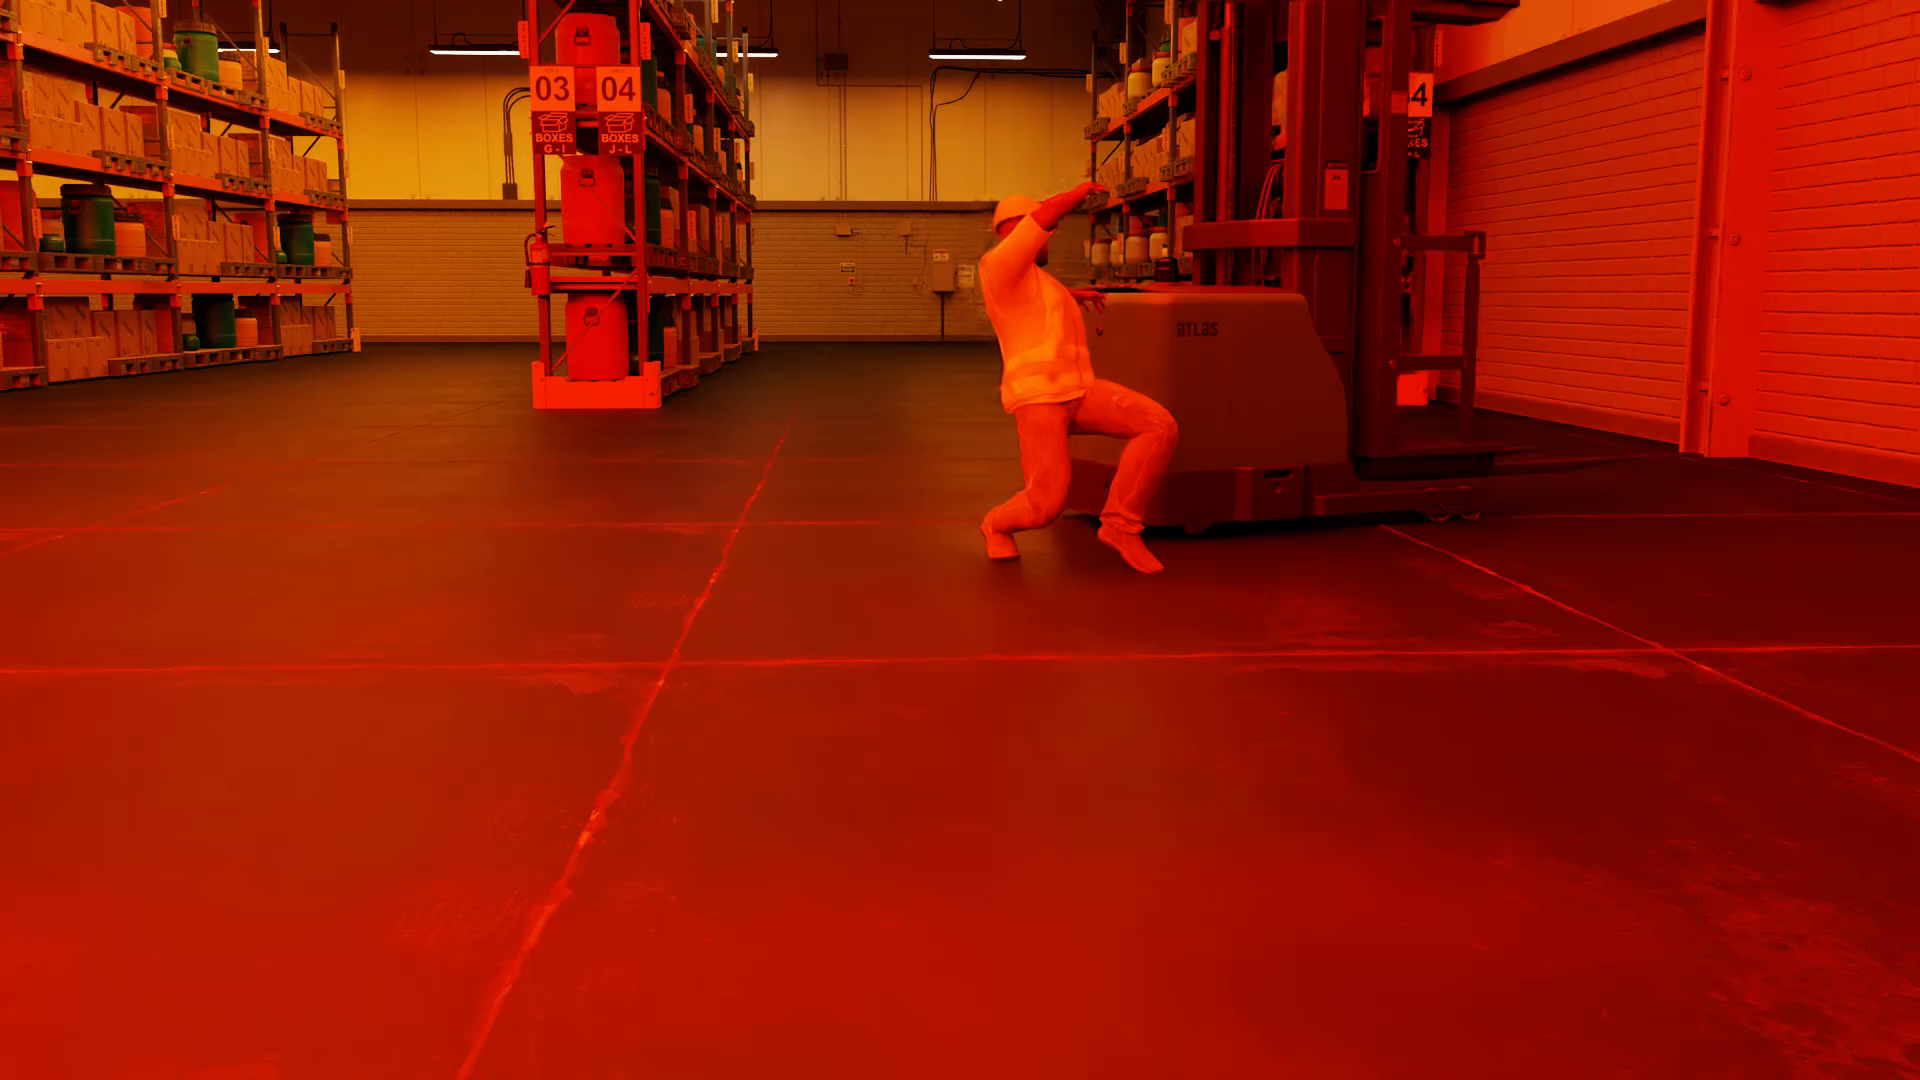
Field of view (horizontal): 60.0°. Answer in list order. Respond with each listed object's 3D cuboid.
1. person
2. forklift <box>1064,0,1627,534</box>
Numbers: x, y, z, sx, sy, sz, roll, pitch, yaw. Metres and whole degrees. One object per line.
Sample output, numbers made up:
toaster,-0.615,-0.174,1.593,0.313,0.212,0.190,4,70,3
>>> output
person,0.588,-0.664,6.747,0.898,1.531,1.103,6,11,37
forklift,1.956,-1.598,8.092,3.031,2.935,1.130,-4,9,-26
